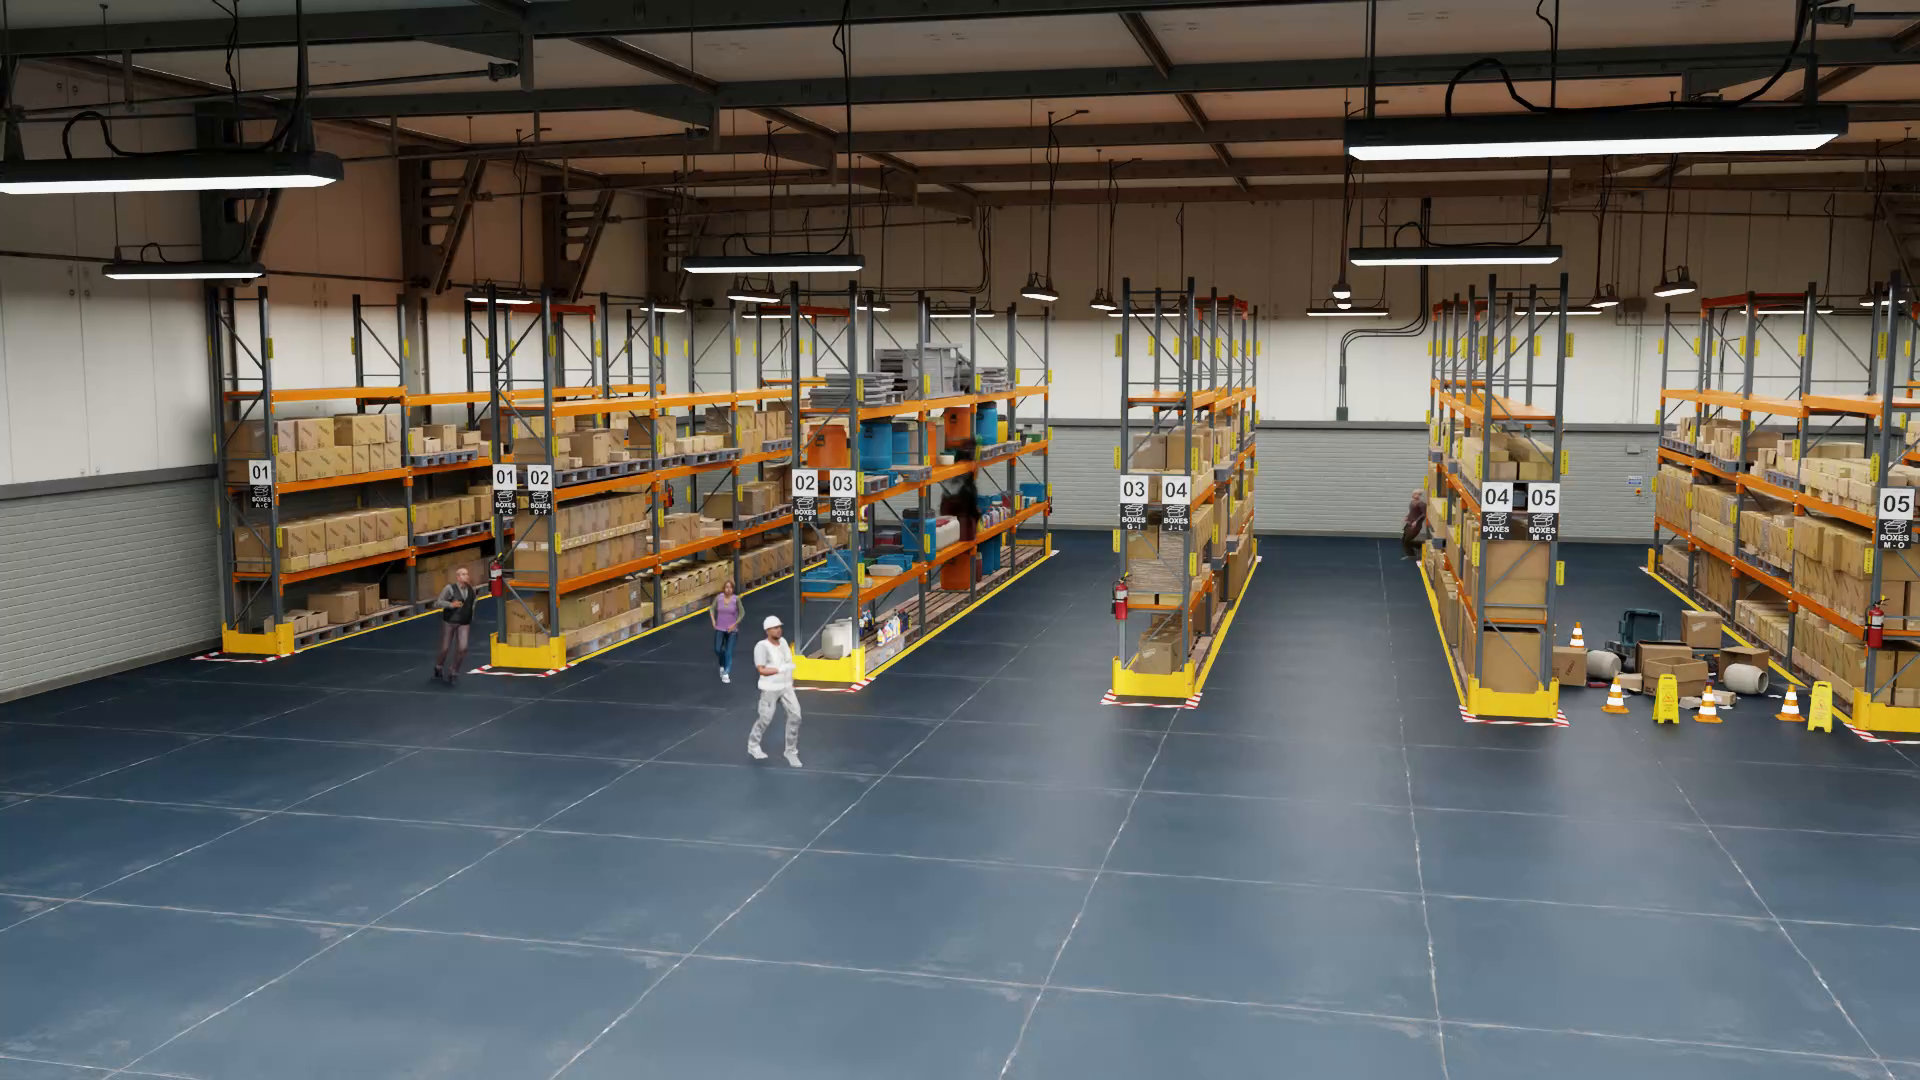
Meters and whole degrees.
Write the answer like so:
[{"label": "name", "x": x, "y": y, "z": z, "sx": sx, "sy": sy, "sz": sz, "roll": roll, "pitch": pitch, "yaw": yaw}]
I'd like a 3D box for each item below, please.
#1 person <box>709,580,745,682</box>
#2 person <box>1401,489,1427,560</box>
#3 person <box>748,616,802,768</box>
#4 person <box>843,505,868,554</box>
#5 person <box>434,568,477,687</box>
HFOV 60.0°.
[{"label": "person", "x": -3.514, "y": 1.375, "z": 25.013, "sx": 0.557, "sy": 1.559, "sz": 0.494, "roll": 0, "pitch": 7, "yaw": 0}, {"label": "person", "x": 10.775, "y": -0.347, "z": 39.332, "sx": 0.548, "sy": 1.726, "sz": 0.761, "roll": 0, "pitch": 7, "yaw": -4}, {"label": "person", "x": -2.222, "y": 1.825, "z": 19.997, "sx": 0.780, "sy": 1.846, "sz": 0.661, "roll": 5, "pitch": 8, "yaw": 39}, {"label": "person", "x": -2.293, "y": -0.190, "z": 37.343, "sx": 0.699, "sy": 1.753, "sz": 0.979, "roll": 1, "pitch": 7, "yaw": 7}, {"label": "person", "x": -7.564, "y": 1.290, "z": 25.084, "sx": 0.678, "sy": 1.744, "sz": 0.765, "roll": -4, "pitch": 8, "yaw": -31}]
